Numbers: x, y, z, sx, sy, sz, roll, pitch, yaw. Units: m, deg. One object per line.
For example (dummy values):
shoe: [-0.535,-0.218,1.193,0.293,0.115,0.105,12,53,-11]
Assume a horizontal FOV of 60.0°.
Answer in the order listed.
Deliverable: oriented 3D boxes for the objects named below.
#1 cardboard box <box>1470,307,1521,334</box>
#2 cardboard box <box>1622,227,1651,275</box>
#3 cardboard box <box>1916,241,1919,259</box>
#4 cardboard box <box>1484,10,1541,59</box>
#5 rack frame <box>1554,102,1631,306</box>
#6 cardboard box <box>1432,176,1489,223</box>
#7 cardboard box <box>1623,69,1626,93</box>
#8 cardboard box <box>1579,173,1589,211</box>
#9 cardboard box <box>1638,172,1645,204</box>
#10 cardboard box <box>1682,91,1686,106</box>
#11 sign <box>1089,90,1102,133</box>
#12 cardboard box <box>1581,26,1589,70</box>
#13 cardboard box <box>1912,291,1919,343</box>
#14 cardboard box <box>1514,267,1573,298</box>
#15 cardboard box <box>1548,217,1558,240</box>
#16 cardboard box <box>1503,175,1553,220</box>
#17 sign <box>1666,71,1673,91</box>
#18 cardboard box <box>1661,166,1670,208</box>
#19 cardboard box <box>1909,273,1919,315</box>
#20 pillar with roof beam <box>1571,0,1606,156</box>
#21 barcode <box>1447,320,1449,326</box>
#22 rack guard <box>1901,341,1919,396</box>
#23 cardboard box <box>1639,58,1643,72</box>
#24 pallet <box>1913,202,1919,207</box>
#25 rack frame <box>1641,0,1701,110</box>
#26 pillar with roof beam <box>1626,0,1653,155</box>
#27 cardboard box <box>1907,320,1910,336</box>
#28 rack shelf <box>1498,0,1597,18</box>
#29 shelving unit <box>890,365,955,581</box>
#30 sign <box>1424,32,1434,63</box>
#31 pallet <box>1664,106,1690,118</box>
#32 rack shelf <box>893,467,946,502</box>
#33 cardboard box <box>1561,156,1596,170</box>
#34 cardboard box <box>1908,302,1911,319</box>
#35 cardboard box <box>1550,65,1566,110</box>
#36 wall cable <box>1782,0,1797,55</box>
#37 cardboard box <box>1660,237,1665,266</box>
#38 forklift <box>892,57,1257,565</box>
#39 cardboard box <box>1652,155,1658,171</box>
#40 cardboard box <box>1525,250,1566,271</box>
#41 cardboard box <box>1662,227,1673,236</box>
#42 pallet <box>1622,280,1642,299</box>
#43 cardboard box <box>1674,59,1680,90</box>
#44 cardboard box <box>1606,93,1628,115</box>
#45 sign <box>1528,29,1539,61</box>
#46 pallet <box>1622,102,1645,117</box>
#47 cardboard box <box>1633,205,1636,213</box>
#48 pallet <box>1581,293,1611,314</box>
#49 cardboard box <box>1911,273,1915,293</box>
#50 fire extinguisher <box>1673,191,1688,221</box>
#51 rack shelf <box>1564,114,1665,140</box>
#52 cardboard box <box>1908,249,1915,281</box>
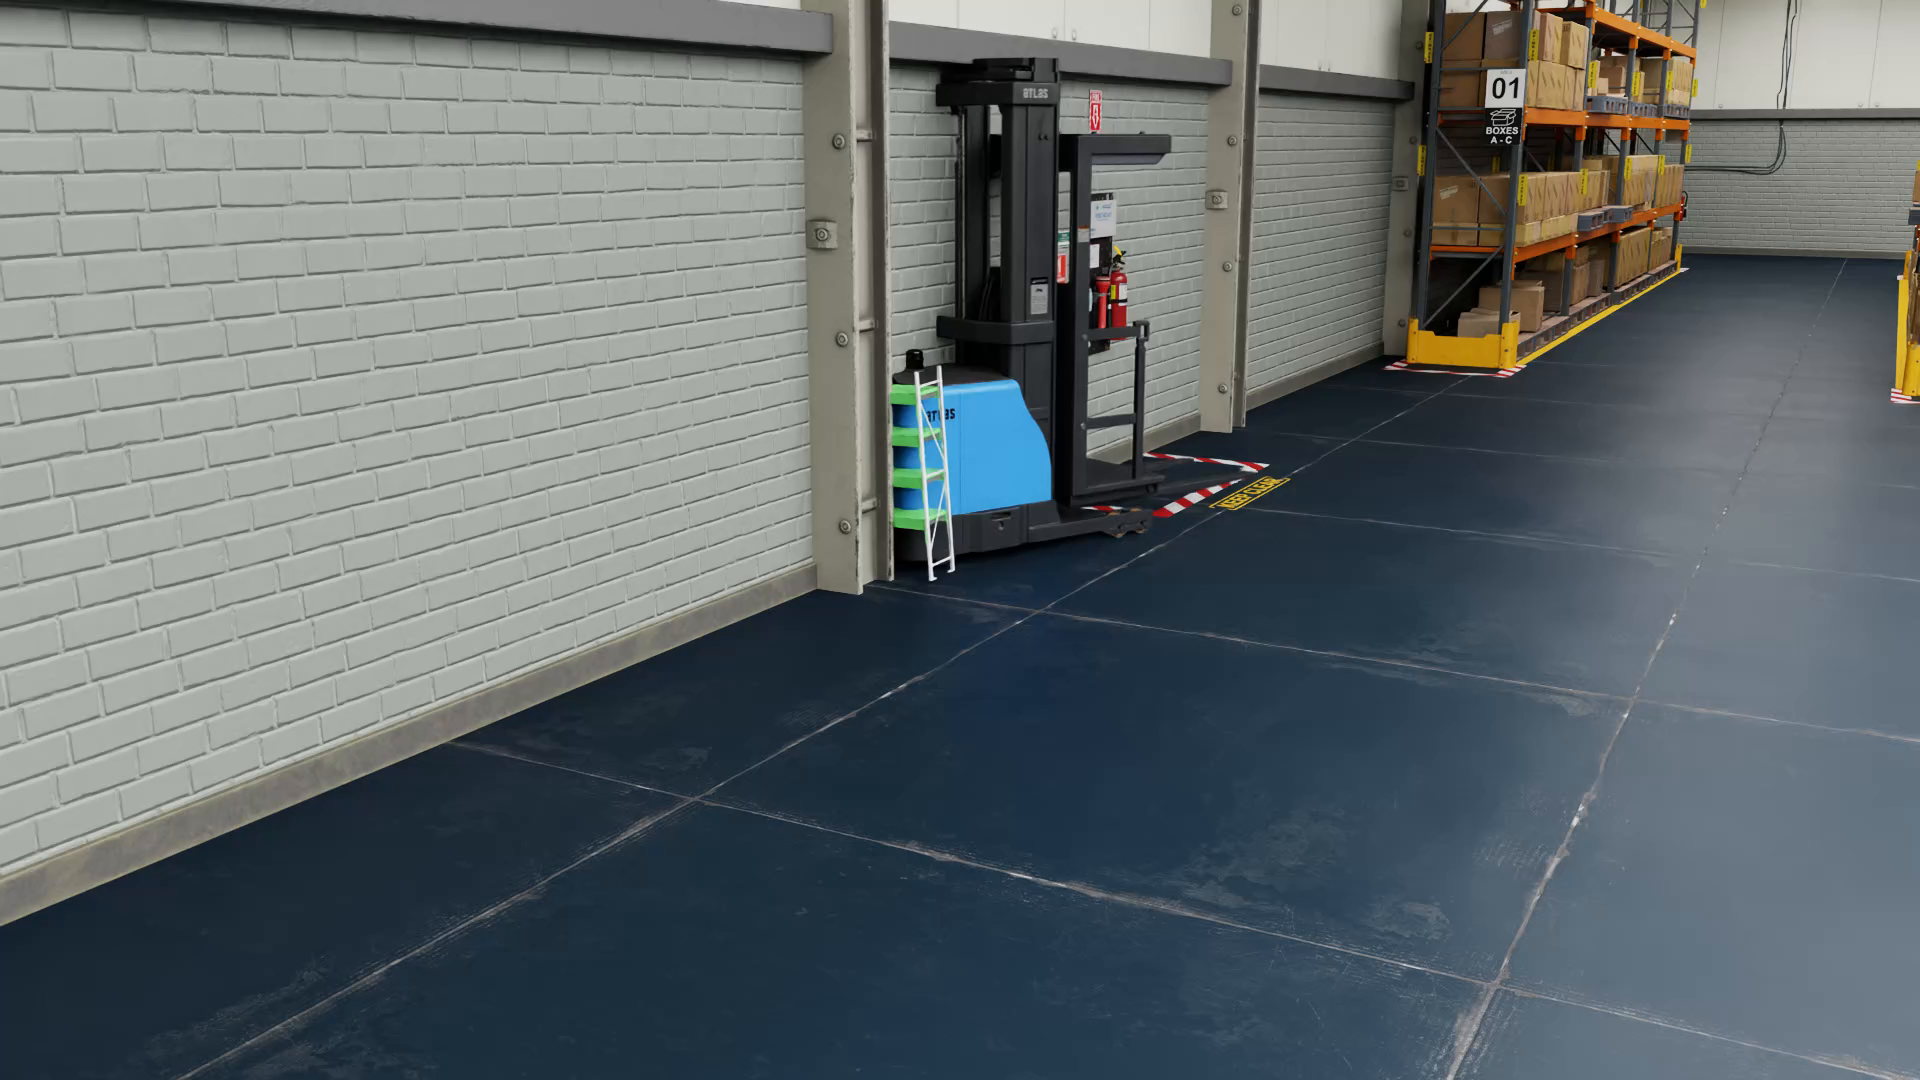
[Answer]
cardboard box: [6.302,-2.587,19.661,0.500,0.311,0.500,9,16,33]
cardboard box: [11.214,-4.904,28.166,0.750,0.750,0.750,8,15,29]
cardboard box: [14.580,-4.316,24.831,0.500,0.250,0.500,7,15,27]
cardboard box: [6.012,-5.485,18.097,0.500,0.500,0.500,6,15,24]
rack frame: [9.480,-5.072,25.174,1.000,3.000,0.127,7,15,28]
cardboard box: [5.655,-3.853,18.794,0.500,0.500,0.500,7,15,27]
cardboard box: [9.875,-7.014,25.674,0.700,0.500,0.500,6,15,25]
cardboard box: [8.099,-4.729,22.596,0.700,0.500,0.500,9,16,34]
cardboard box: [10.686,-5.662,26.728,0.500,0.500,0.500,8,16,30]
cardboard box: [12.975,-8.065,30.395,0.500,0.250,0.500,7,15,26]
sign: [0.974,-3.076,11.945,0.001,0.298,0.199,7,15,28]
cardboard box: [7.542,-6.121,20.733,0.500,0.500,0.500,6,15,23]
cardboard box: [9.950,-2.246,16.822,0.500,0.500,0.500,7,15,28]
cardboard box: [8.094,-3.515,23.109,0.700,0.500,0.500,7,15,27]
cardboard box: [6.863,-3.748,19.955,0.500,0.250,0.500,8,15,29]
cardboard box: [6.610,-4.002,19.411,0.500,0.500,0.500,7,15,26]
sign: [11.894,-7.696,27.882,0.100,0.325,0.005,7,15,28]
cardboard box: [12.048,-6.298,29.615,0.980,0.700,0.700,7,15,27]
cardboard box: [11.387,-2.864,19.382,0.500,0.500,0.500,7,15,28]
pillar with roof beam: [14.764,-8.563,26.854,9.100,9.000,0.400,7,15,28]
barcode: [5.685,-2.523,19.378,0.001,0.075,0.075,7,15,28]
rack guard: [9.940,-1.651,16.313,1.175,0.500,0.348,7,15,28]
cardboard box: [11.547,-8.065,28.799,0.500,0.500,0.500,7,15,28]
pallet: [15.270,-5.088,25.647,1.003,0.211,1.213,7,15,28]
rack frame: [13.348,-9.630,31.279,1.000,3.000,0.127,7,15,28]
pillar with roof beam: [17.664,-9.794,31.960,9.100,9.000,0.400,7,15,28]
cardboard box: [11.149,-2.396,19.043,0.500,0.250,0.500,7,15,28]
rack shelf: [6.580,-6.407,19.449,1.077,0.370,4.000,7,15,28]
shelving unit: [-0.345,-0.397,9.566,0.503,1.200,0.258,6,18,33]
sign: [5.137,-5.387,18.188,0.100,0.325,0.005,7,15,28]
pallet: [12.998,-7.976,31.004,1.003,0.211,1.213,7,15,28]
rack shelf: [-0.341,-0.335,9.582,0.480,0.148,0.258,6,18,33]
cardboard box: [9.473,-5.762,25.545,0.500,0.250,0.500,8,16,30]
cardboard box: [12.572,-2.990,21.505,0.500,0.250,0.500,8,16,29]
cardboard box: [6.772,-5.313,19.517,0.500,0.500,0.500,8,16,31]
wall cable: [18.763,-11.389,34.425,3.097,2.526,0.112,7,15,28]
cardboard box: [12.612,-5.342,30.729,0.700,0.500,0.500,7,15,26]
forklift: [0.630,-1.527,10.614,3.031,2.935,1.130,-10,17,-35]
cardboard box: [11.412,-6.336,27.923,0.500,0.250,0.500,8,16,29]
cardboard box: [8.098,-3.859,22.934,0.500,0.250,0.500,7,15,27]
cardboard box: [13.194,-5.816,31.312,0.380,0.149,0.250,7,15,27]
pallet: [10.518,-4.119,27.170,1.003,0.211,1.213,7,15,28]
cardboard box: [12.247,-8.116,29.010,0.500,0.500,0.500,7,15,27]
cardboard box: [9.369,-6.319,24.091,0.500,0.311,0.500,7,15,28]
sign: [6.088,-5.253,17.657,0.100,0.325,0.005,7,15,28]
pallet: [9.745,-6.577,25.417,1.213,0.211,1.003,8,16,31]
cardboard box: [10.707,-5.370,26.903,0.380,0.149,0.250,8,16,30]
pallet: [9.101,-3.557,24.836,1.003,0.211,1.213,7,15,28]
cardboard box: [12.813,-3.365,21.864,0.500,0.311,0.500,7,15,27]
fire extinguisher: [13.825,-6.474,31.946,0.296,0.674,0.183,7,15,28]
rack shelf: [10.447,-6.591,26.608,1.077,0.370,4.000,7,15,28]
cardboard box: [15.779,-4.480,27.112,0.500,0.500,0.500,7,15,28]
